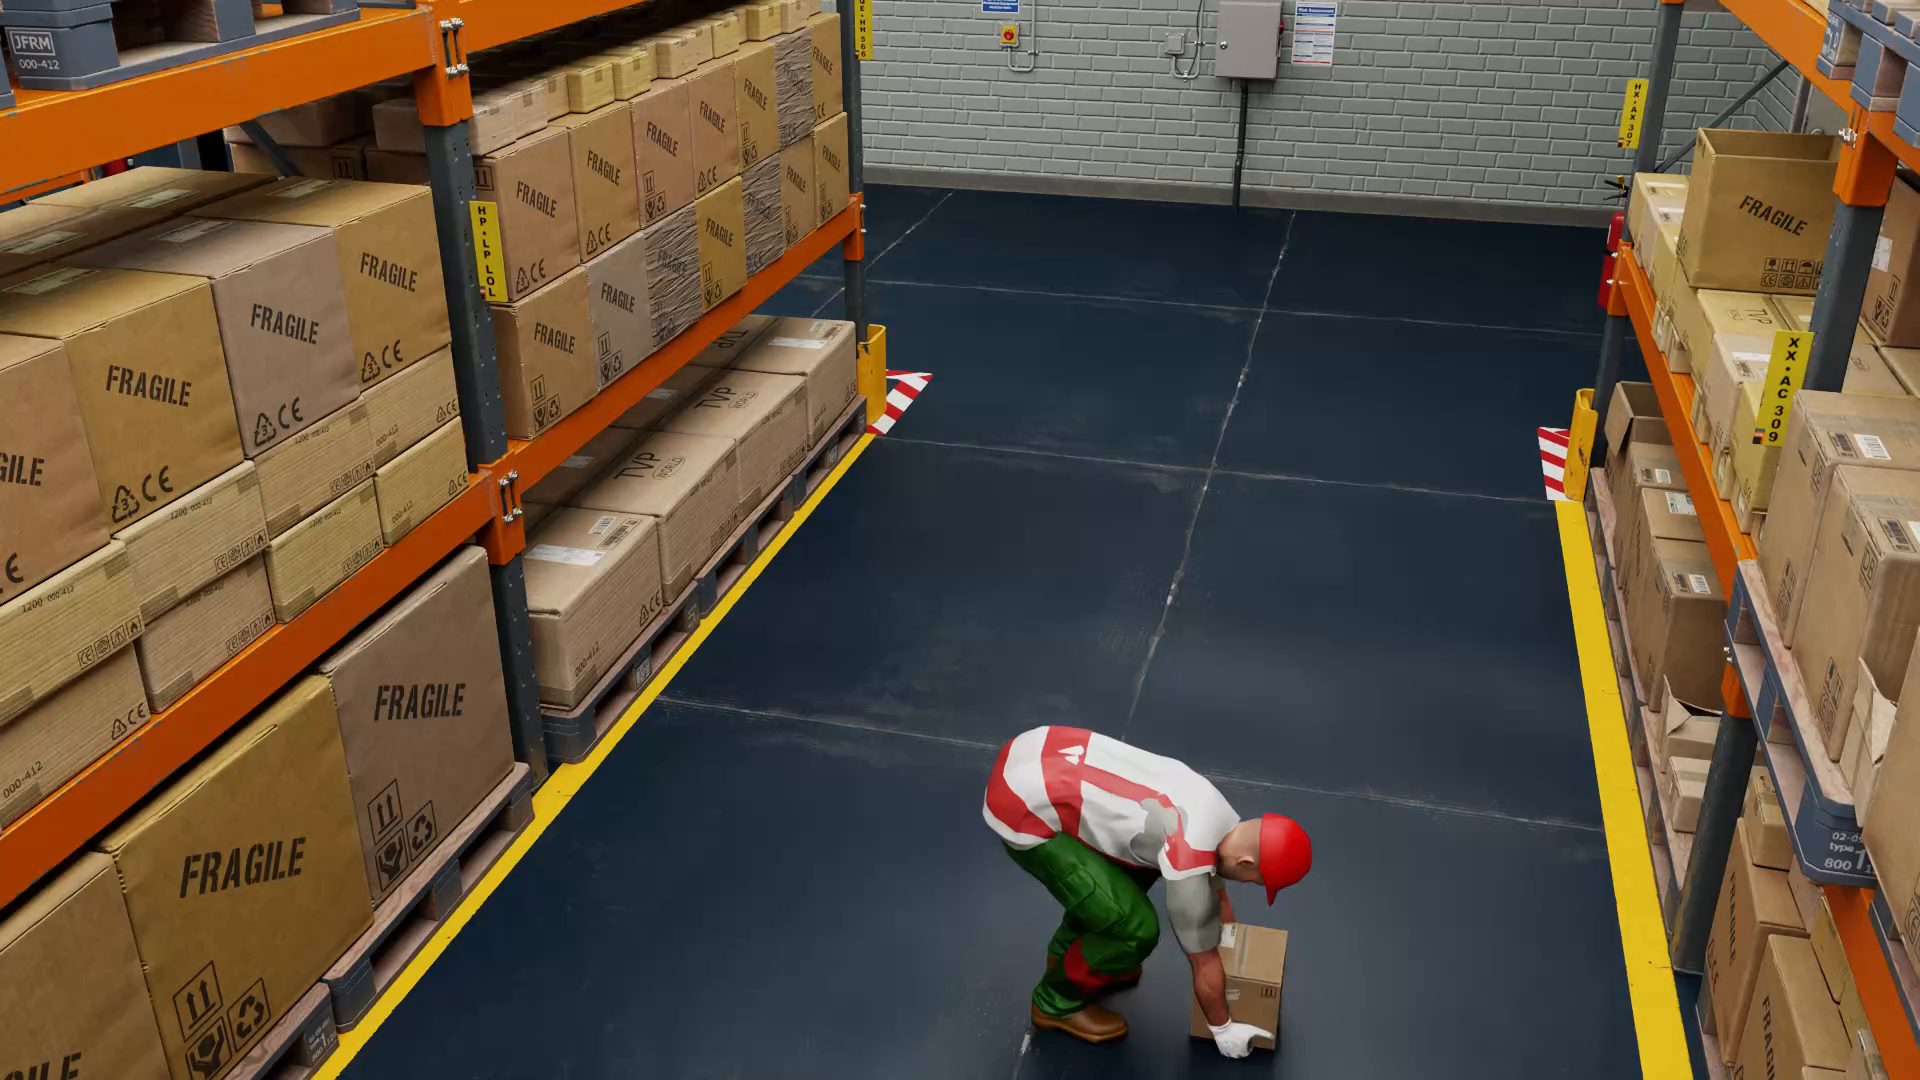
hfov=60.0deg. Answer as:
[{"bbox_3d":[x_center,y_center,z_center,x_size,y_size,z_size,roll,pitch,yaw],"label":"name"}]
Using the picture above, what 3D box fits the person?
[{"bbox_3d":[0.371,0.606,4.797,0.451,1.778,0.611,5,26,10],"label":"person"}]
